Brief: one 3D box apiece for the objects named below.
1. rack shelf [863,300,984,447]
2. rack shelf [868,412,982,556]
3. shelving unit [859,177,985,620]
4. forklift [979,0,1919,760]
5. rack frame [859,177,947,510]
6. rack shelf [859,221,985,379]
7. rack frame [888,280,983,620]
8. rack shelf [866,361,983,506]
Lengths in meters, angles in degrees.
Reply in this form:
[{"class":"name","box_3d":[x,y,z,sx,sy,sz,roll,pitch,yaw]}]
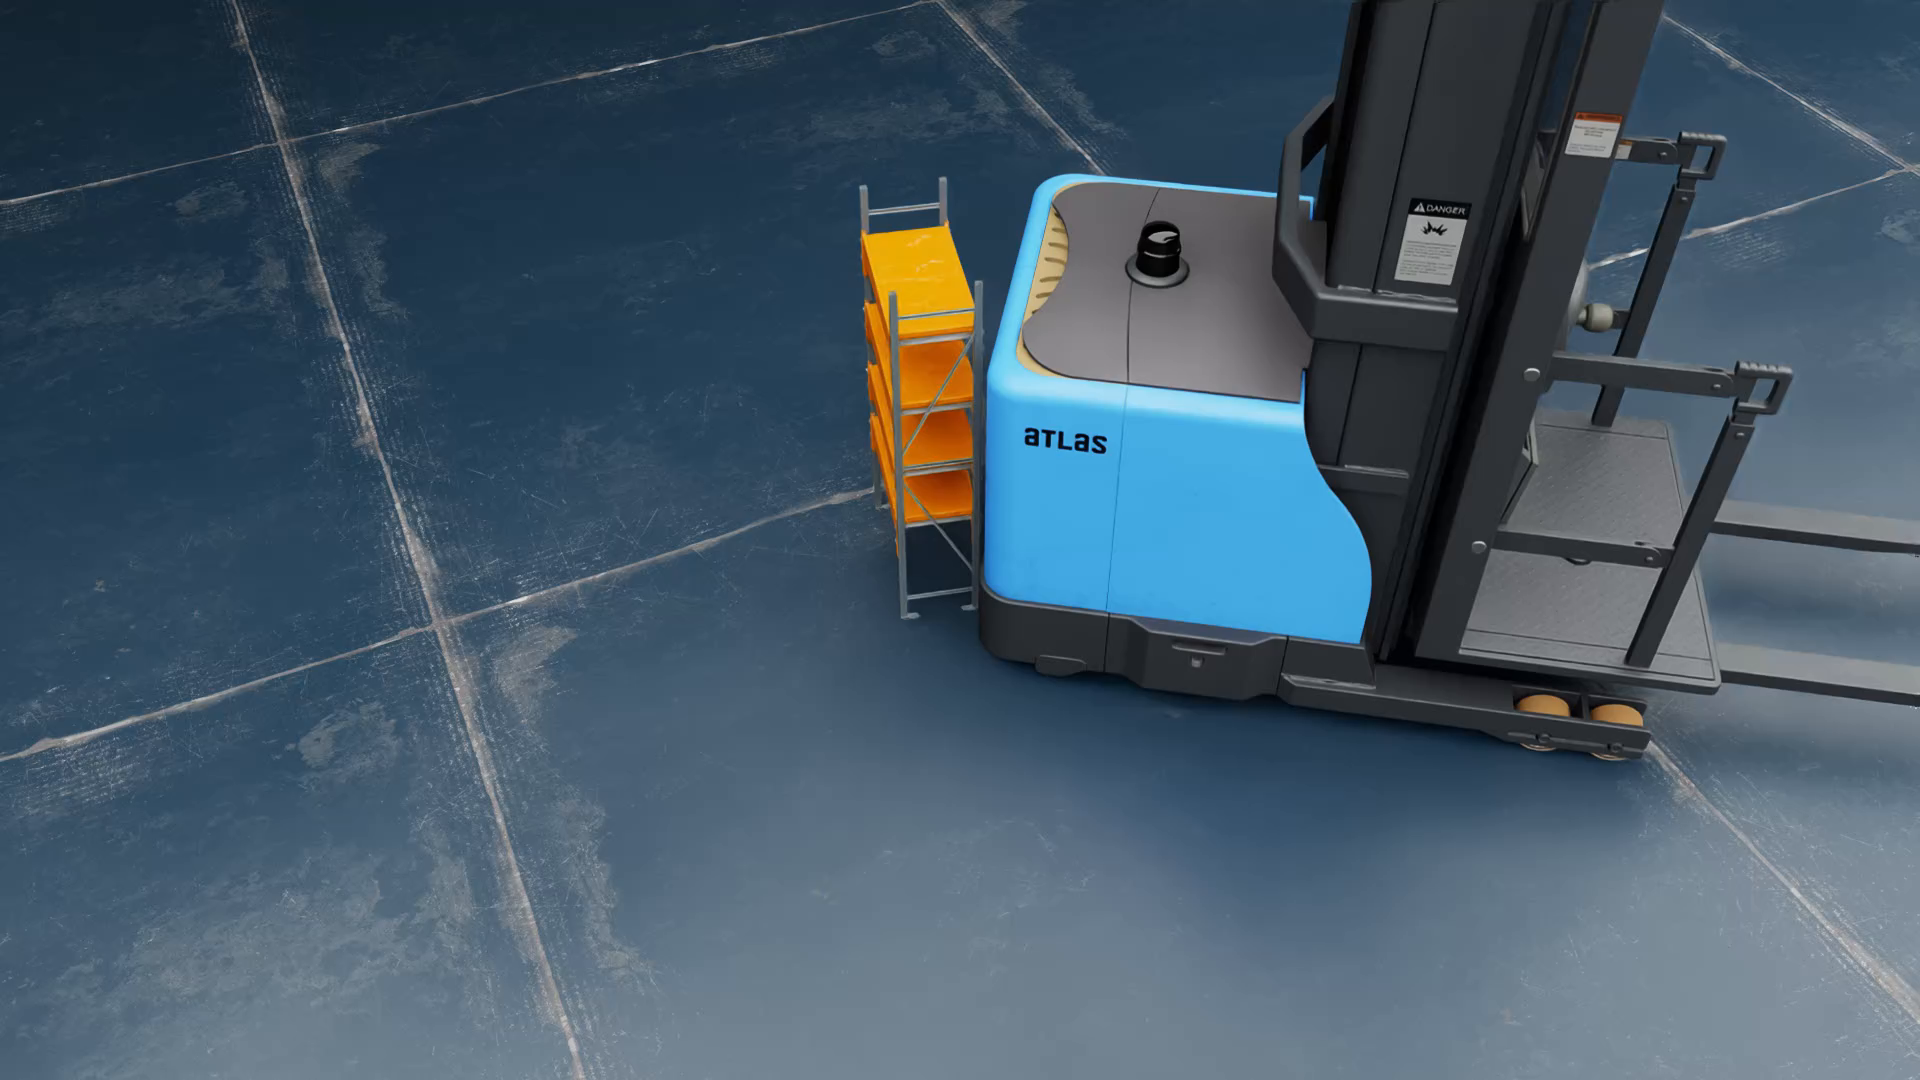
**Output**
[{"class":"rack shelf","box_3d":[-0.108,-0.488,4.668,0.258,0.148,0.480,-8,45,-8]},{"class":"rack shelf","box_3d":[-0.108,-0.188,4.964,0.258,0.148,0.480,-8,45,-8]},{"class":"shelving unit","box_3d":[-0.108,-0.377,4.778,0.258,1.200,0.503,-8,45,-8]},{"class":"forklift","box_3d":[1.621,-0.836,4.011,3.031,2.935,1.130,7,45,7]},{"class":"rack frame","box_3d":[-0.155,-0.545,4.948,0.240,1.200,0.015,-8,45,-8]},{"class":"rack shelf","box_3d":[-0.108,-0.657,4.502,0.258,0.148,0.480,-8,45,-8]},{"class":"rack frame","box_3d":[-0.061,-0.209,4.607,0.240,1.200,0.015,-8,45,-8]},{"class":"rack shelf","box_3d":[-0.108,-0.329,4.825,0.258,0.148,0.480,-8,45,-8]}]
